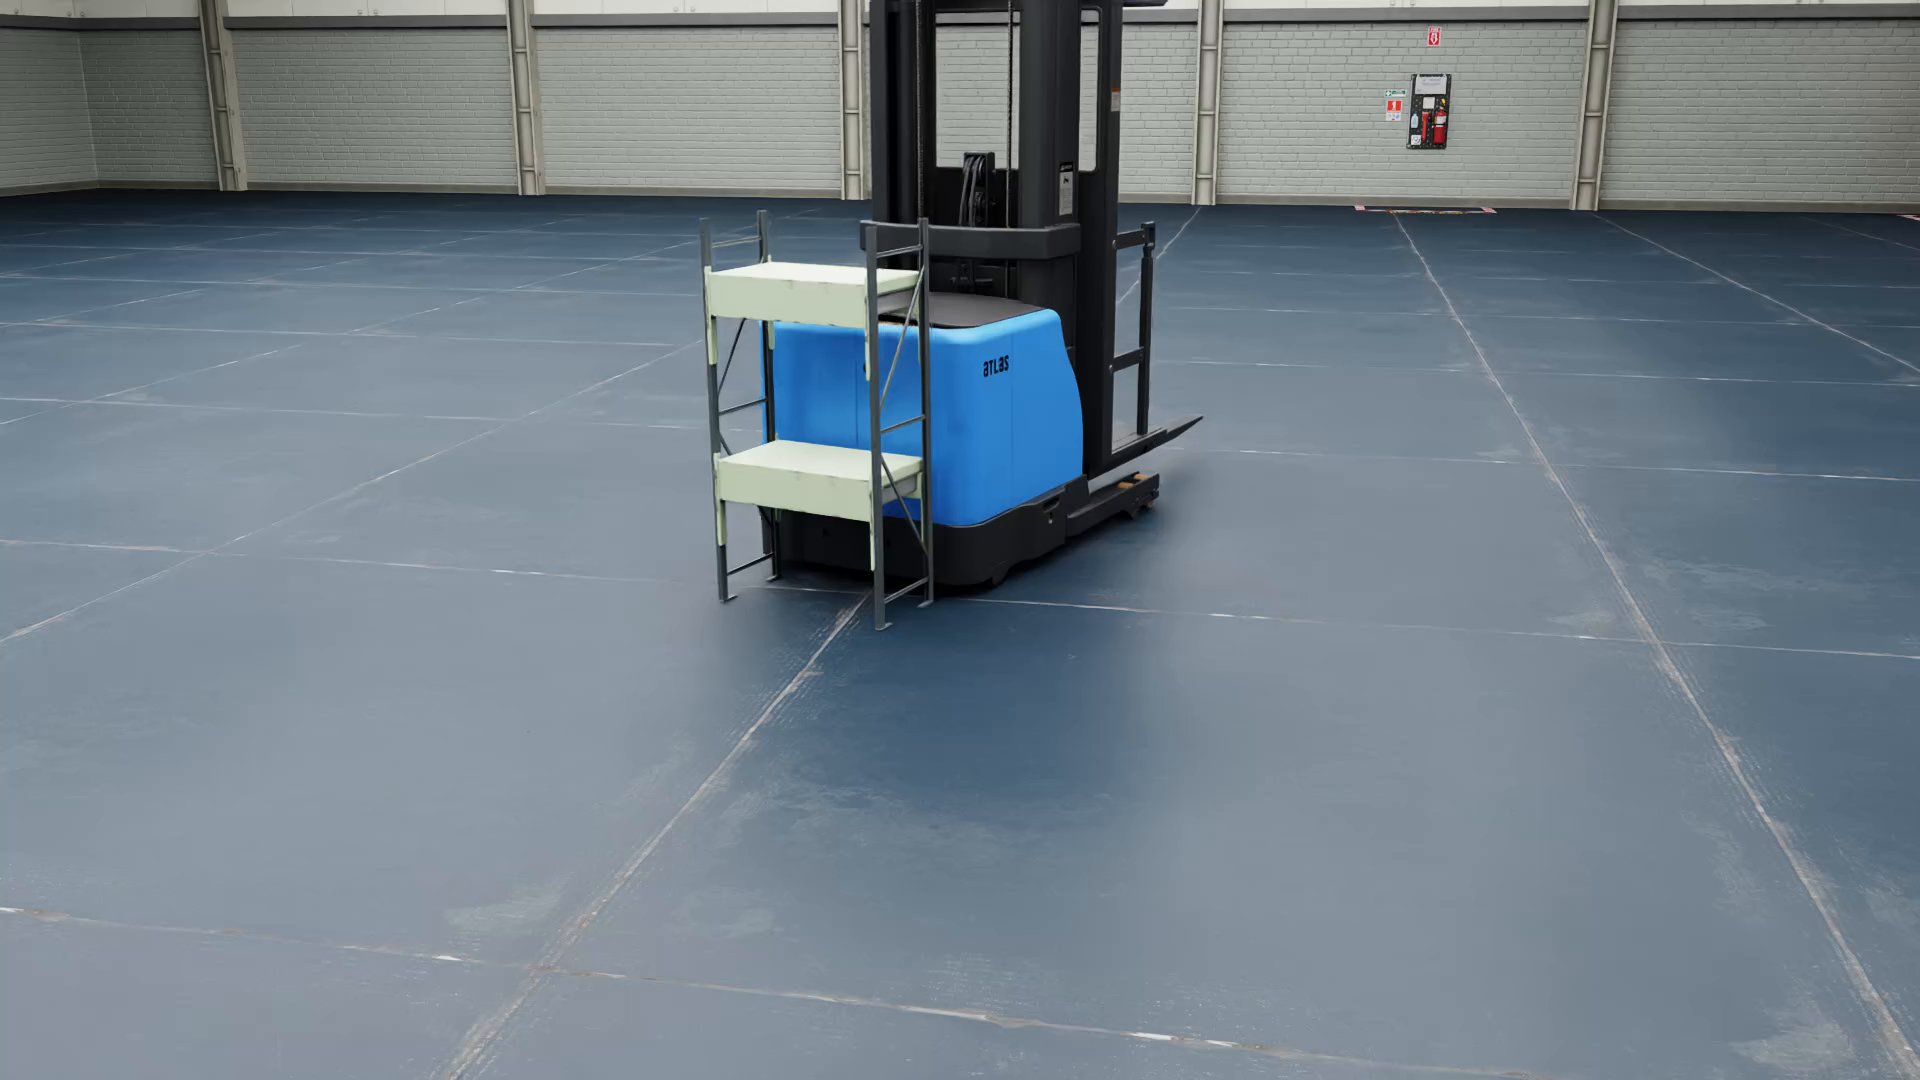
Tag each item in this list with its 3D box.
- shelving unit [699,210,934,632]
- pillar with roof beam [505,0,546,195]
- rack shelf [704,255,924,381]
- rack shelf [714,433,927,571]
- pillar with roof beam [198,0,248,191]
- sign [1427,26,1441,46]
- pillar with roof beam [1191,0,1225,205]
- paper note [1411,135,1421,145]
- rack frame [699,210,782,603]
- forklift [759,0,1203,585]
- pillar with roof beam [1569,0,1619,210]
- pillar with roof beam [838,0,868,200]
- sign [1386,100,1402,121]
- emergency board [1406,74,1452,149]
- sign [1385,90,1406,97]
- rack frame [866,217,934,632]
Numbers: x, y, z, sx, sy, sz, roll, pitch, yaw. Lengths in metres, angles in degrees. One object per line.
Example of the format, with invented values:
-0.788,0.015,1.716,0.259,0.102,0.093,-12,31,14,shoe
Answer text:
-0.537,-0.473,6.377,0.755,1.500,0.431,9,19,28,shelving unit
-8.562,-9.437,24.702,0.400,9.000,9.100,3,16,11,pillar with roof beam
-0.540,-0.848,6.267,0.720,0.370,0.431,9,19,28,rack shelf
-0.534,-0.161,6.468,0.720,0.370,0.431,9,19,28,rack shelf
-14.442,-9.756,25.854,0.400,9.000,9.100,3,16,11,pillar with roof beam
7.532,-7.999,26.408,0.199,0.298,0.001,3,16,11,sign
3.197,-8.798,22.397,0.400,9.000,9.100,3,16,11,pillar with roof beam
7.361,-6.458,26.839,0.142,0.148,0.016,3,16,11,paper note
-0.856,-0.521,6.549,0.023,1.500,0.400,9,19,28,rack frame
0.313,-1.574,7.685,1.130,2.935,3.031,8,18,28,forklift
9.077,-8.479,21.245,0.400,9.000,9.100,3,16,11,pillar with roof beam
-2.683,-9.117,23.549,0.400,9.000,9.100,3,16,11,pillar with roof beam
6.999,-6.929,26.821,0.234,0.329,0.001,3,16,11,sign
7.520,-6.856,26.622,0.643,1.169,0.194,3,16,11,emergency board
7.002,-7.182,26.741,0.331,0.109,0.001,3,16,11,sign
-0.218,-0.426,6.204,0.023,1.500,0.400,9,19,28,rack frame
